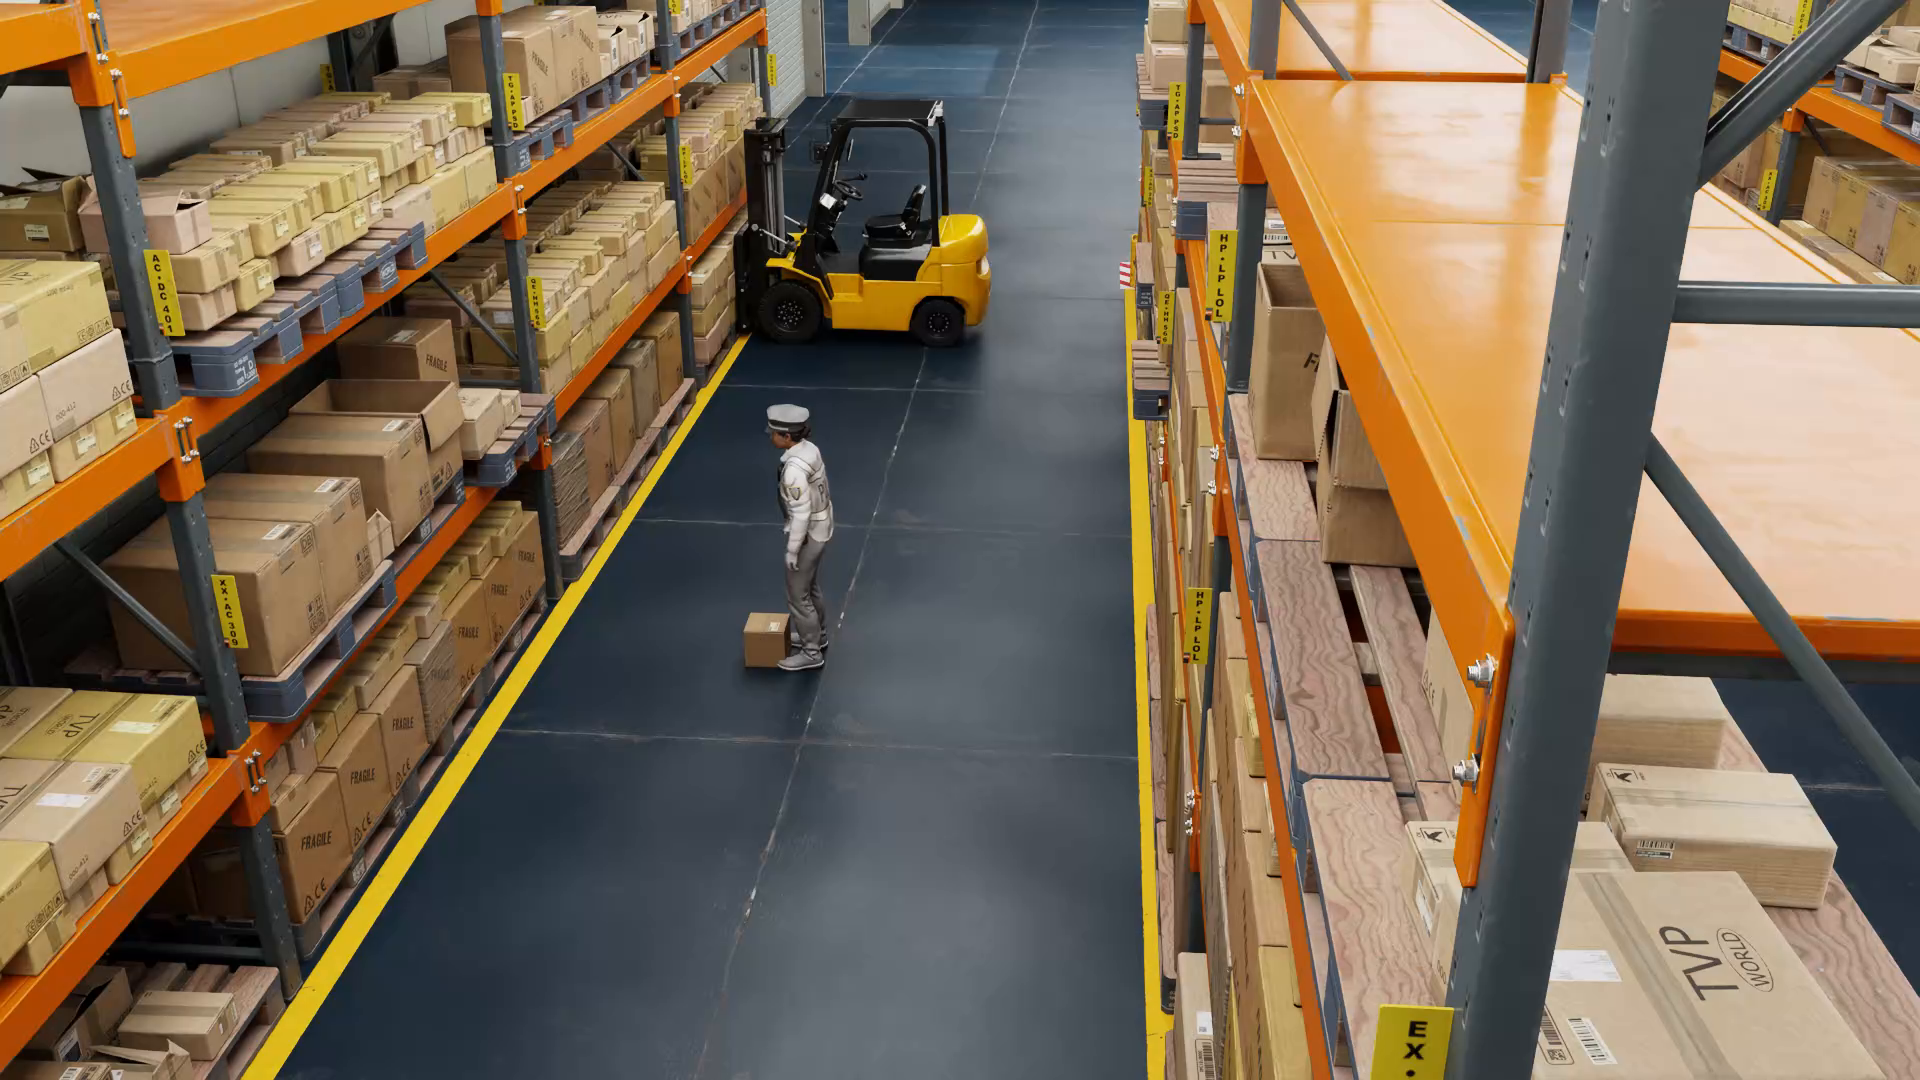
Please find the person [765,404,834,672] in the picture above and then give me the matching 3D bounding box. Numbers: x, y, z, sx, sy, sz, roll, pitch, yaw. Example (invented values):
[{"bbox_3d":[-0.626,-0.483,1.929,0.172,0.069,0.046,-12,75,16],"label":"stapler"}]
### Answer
[{"bbox_3d":[-0.950,-0.018,10.026,0.375,1.663,0.526,2,25,4],"label":"person"}]
